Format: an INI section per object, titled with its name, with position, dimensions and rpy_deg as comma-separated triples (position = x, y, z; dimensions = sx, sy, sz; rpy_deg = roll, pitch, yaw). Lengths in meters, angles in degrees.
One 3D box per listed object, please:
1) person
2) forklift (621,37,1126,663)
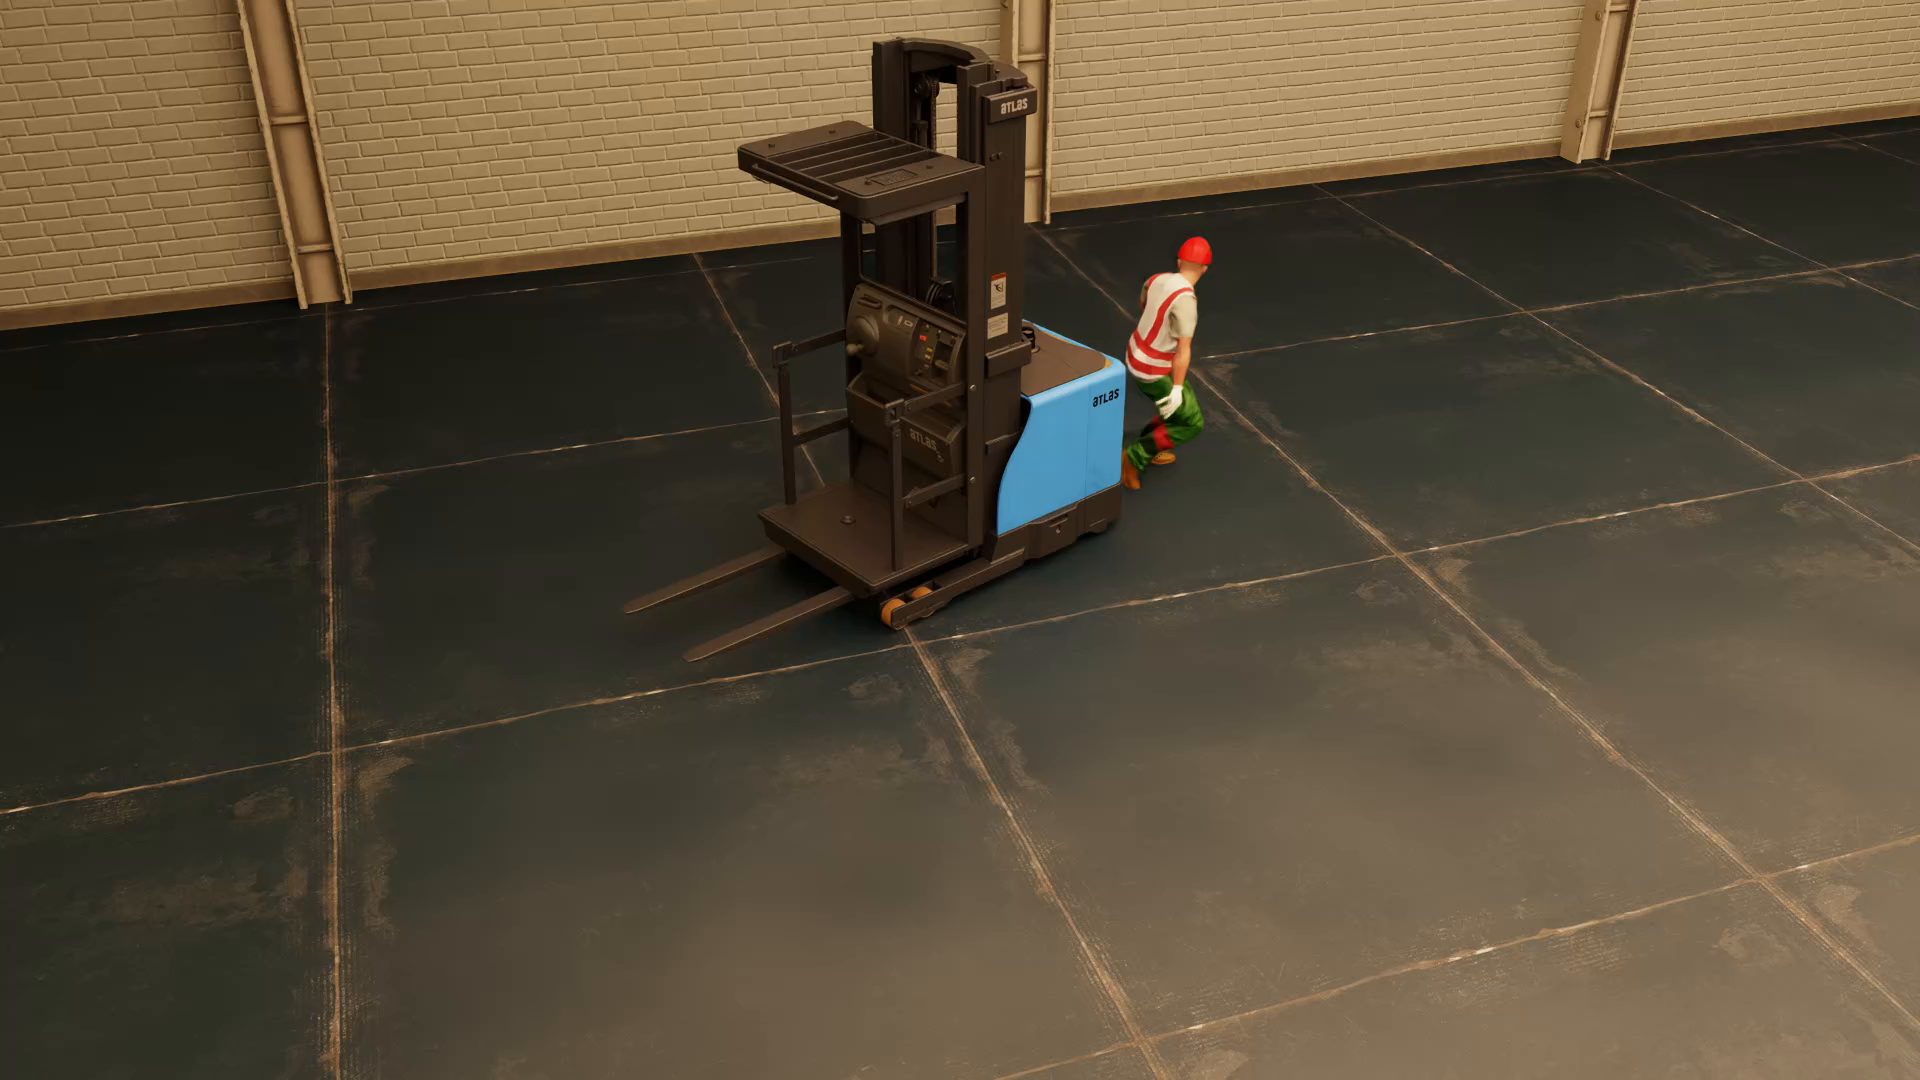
[person]
position = 1.262, -1.073, 10.342
dimensions = 0.545, 1.614, 0.991
rpy_deg = -1, 30, -2
[forklift]
position = -0.461, -1.072, 8.951
dimensions = 3.031, 2.935, 1.130
rpy_deg = -23, 37, -34
